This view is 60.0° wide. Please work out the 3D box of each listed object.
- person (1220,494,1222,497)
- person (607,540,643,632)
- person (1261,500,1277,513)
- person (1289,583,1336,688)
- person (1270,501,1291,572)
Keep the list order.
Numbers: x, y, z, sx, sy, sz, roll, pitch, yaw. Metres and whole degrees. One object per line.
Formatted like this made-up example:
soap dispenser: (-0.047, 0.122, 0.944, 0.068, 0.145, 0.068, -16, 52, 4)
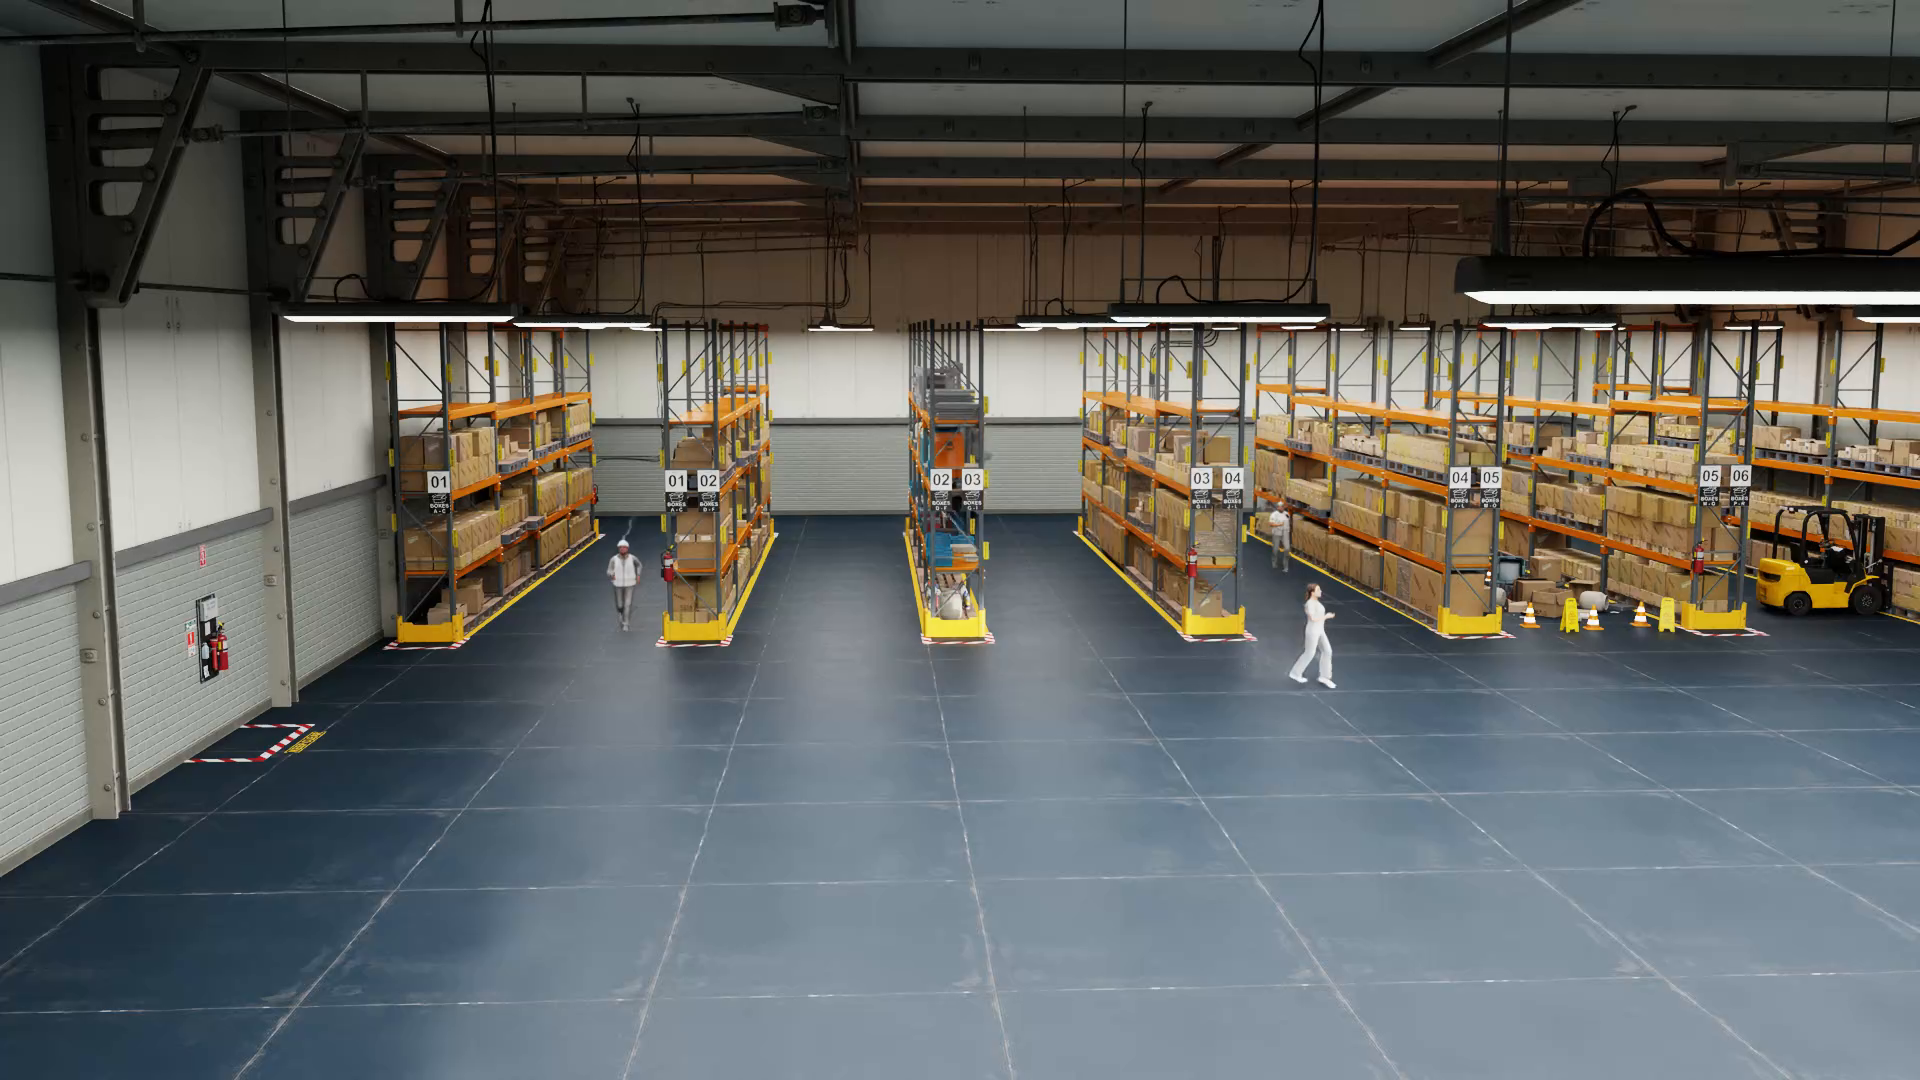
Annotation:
person: (7.852, -1.093, 48.975, 0.791, 1.560, 0.821, -2, 7, -18)
person: (-6.518, 0.871, 32.293, 0.660, 1.741, 0.971, -1, 7, -7)
person: (9.179, -1.162, 48.994, 0.710, 1.727, 0.582, -2, 7, -14)
person: (5.752, 1.547, 27.072, 0.758, 1.716, 0.552, 4, 8, 28)
person: (7.793, -0.082, 40.419, 0.576, 1.730, 0.746, 0, 7, -2)
